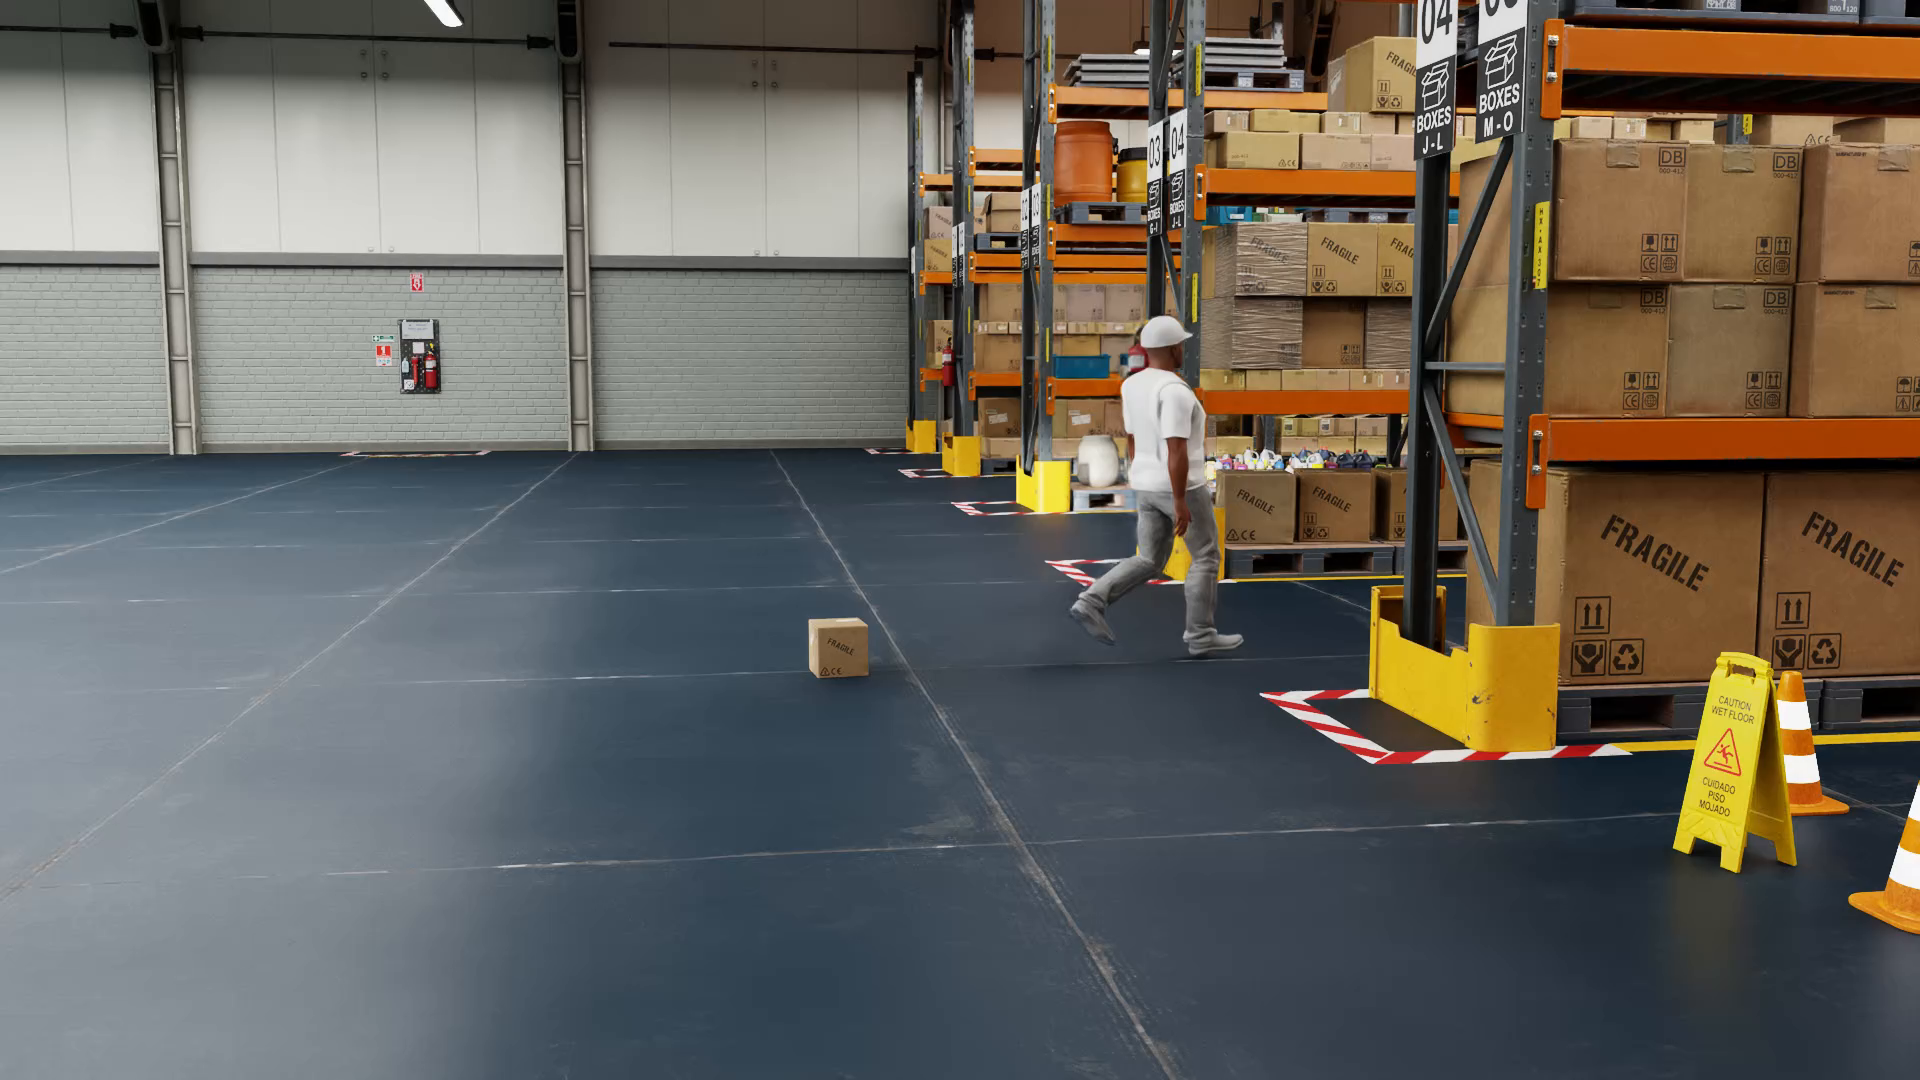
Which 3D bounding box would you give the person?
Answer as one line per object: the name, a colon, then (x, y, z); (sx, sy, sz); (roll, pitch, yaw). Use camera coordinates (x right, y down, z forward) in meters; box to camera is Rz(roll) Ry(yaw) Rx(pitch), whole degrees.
person: (1.022, -0.267, 8.453); (0.906, 1.732, 0.591); (-3, 7, -27)
